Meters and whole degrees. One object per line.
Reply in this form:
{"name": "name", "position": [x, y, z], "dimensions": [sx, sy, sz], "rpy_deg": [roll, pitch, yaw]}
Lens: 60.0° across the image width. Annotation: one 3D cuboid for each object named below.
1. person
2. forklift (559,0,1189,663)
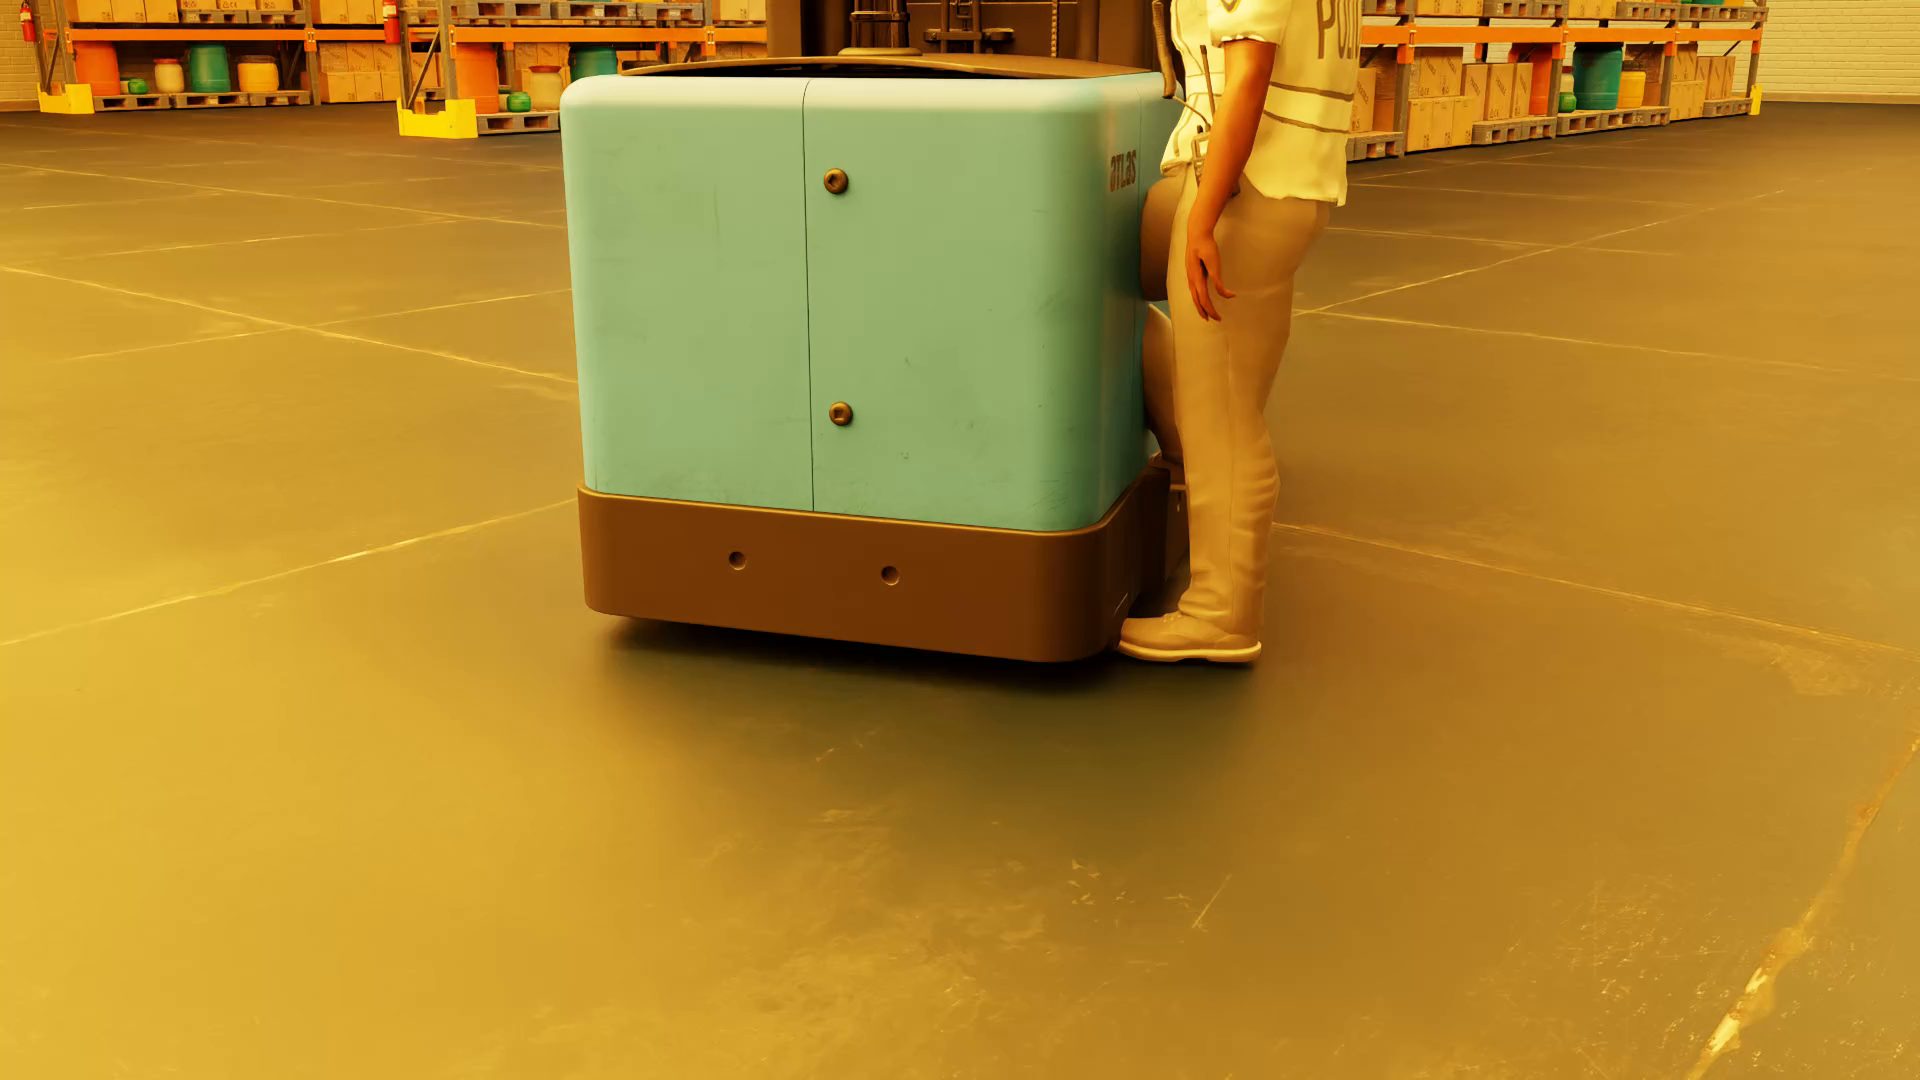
{"name": "person", "position": [0.410, -0.600, 3.006], "dimensions": [0.567, 1.677, 0.571], "rpy_deg": [8, 19, 24]}
{"name": "forklift", "position": [0.182, -1.571, 4.072], "dimensions": [1.130, 2.935, 3.031], "rpy_deg": [5, 18, 17]}
